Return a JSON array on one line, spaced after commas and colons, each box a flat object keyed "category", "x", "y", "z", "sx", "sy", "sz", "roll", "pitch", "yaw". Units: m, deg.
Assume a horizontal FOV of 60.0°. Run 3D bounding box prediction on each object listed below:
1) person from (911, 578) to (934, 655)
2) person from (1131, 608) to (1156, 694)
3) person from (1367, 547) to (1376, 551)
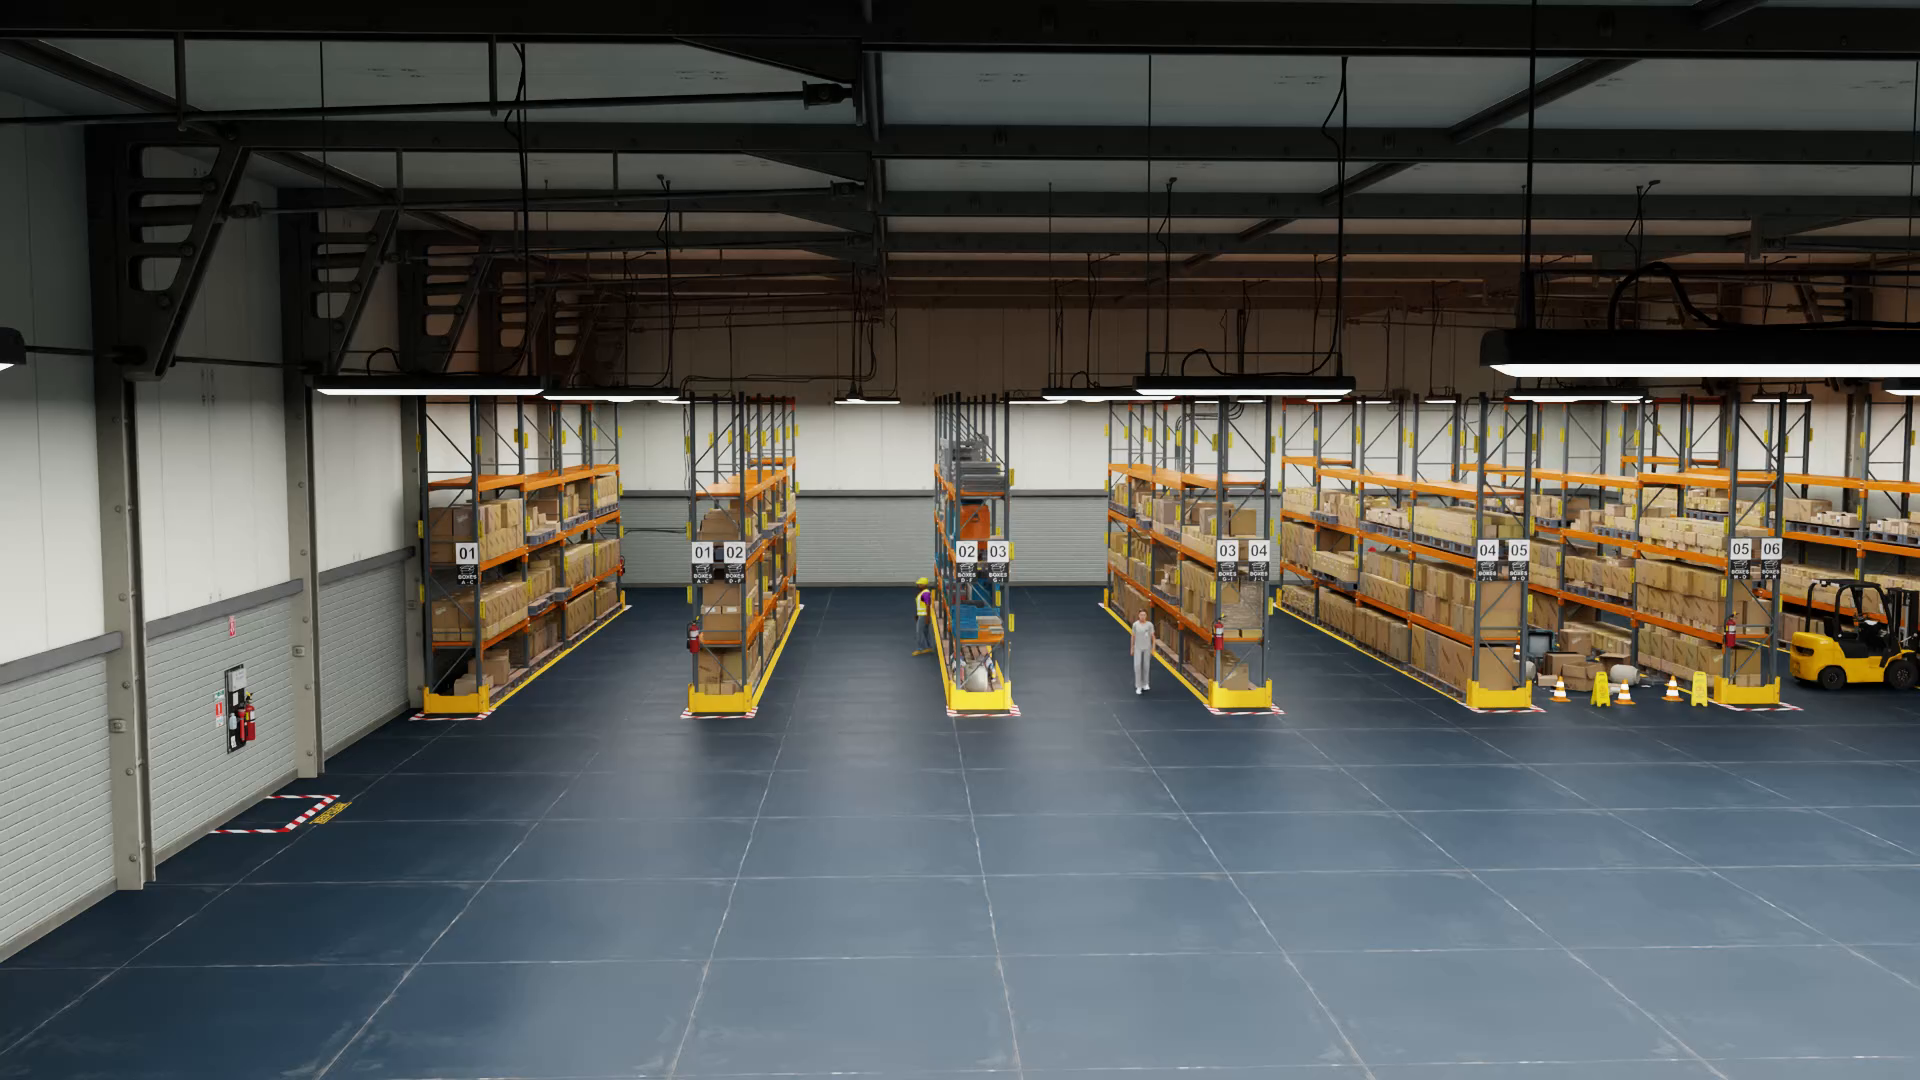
[{"category": "person", "x": -0.870, "y": 1.759, "z": 38.546, "sx": 0.559, "sy": 1.783, "sz": 0.606, "roll": 0, "pitch": 5, "yaw": -3}, {"category": "person", "x": 3.681, "y": 2.219, "z": 33.453, "sx": 0.501, "sy": 1.699, "sz": 0.619, "roll": 1, "pitch": 5, "yaw": 9}, {"category": "person", "x": 11.591, "y": 1.096, "z": 46.665, "sx": 0.598, "sy": 1.791, "sz": 0.485, "roll": -3, "pitch": 5, "yaw": -33}]
